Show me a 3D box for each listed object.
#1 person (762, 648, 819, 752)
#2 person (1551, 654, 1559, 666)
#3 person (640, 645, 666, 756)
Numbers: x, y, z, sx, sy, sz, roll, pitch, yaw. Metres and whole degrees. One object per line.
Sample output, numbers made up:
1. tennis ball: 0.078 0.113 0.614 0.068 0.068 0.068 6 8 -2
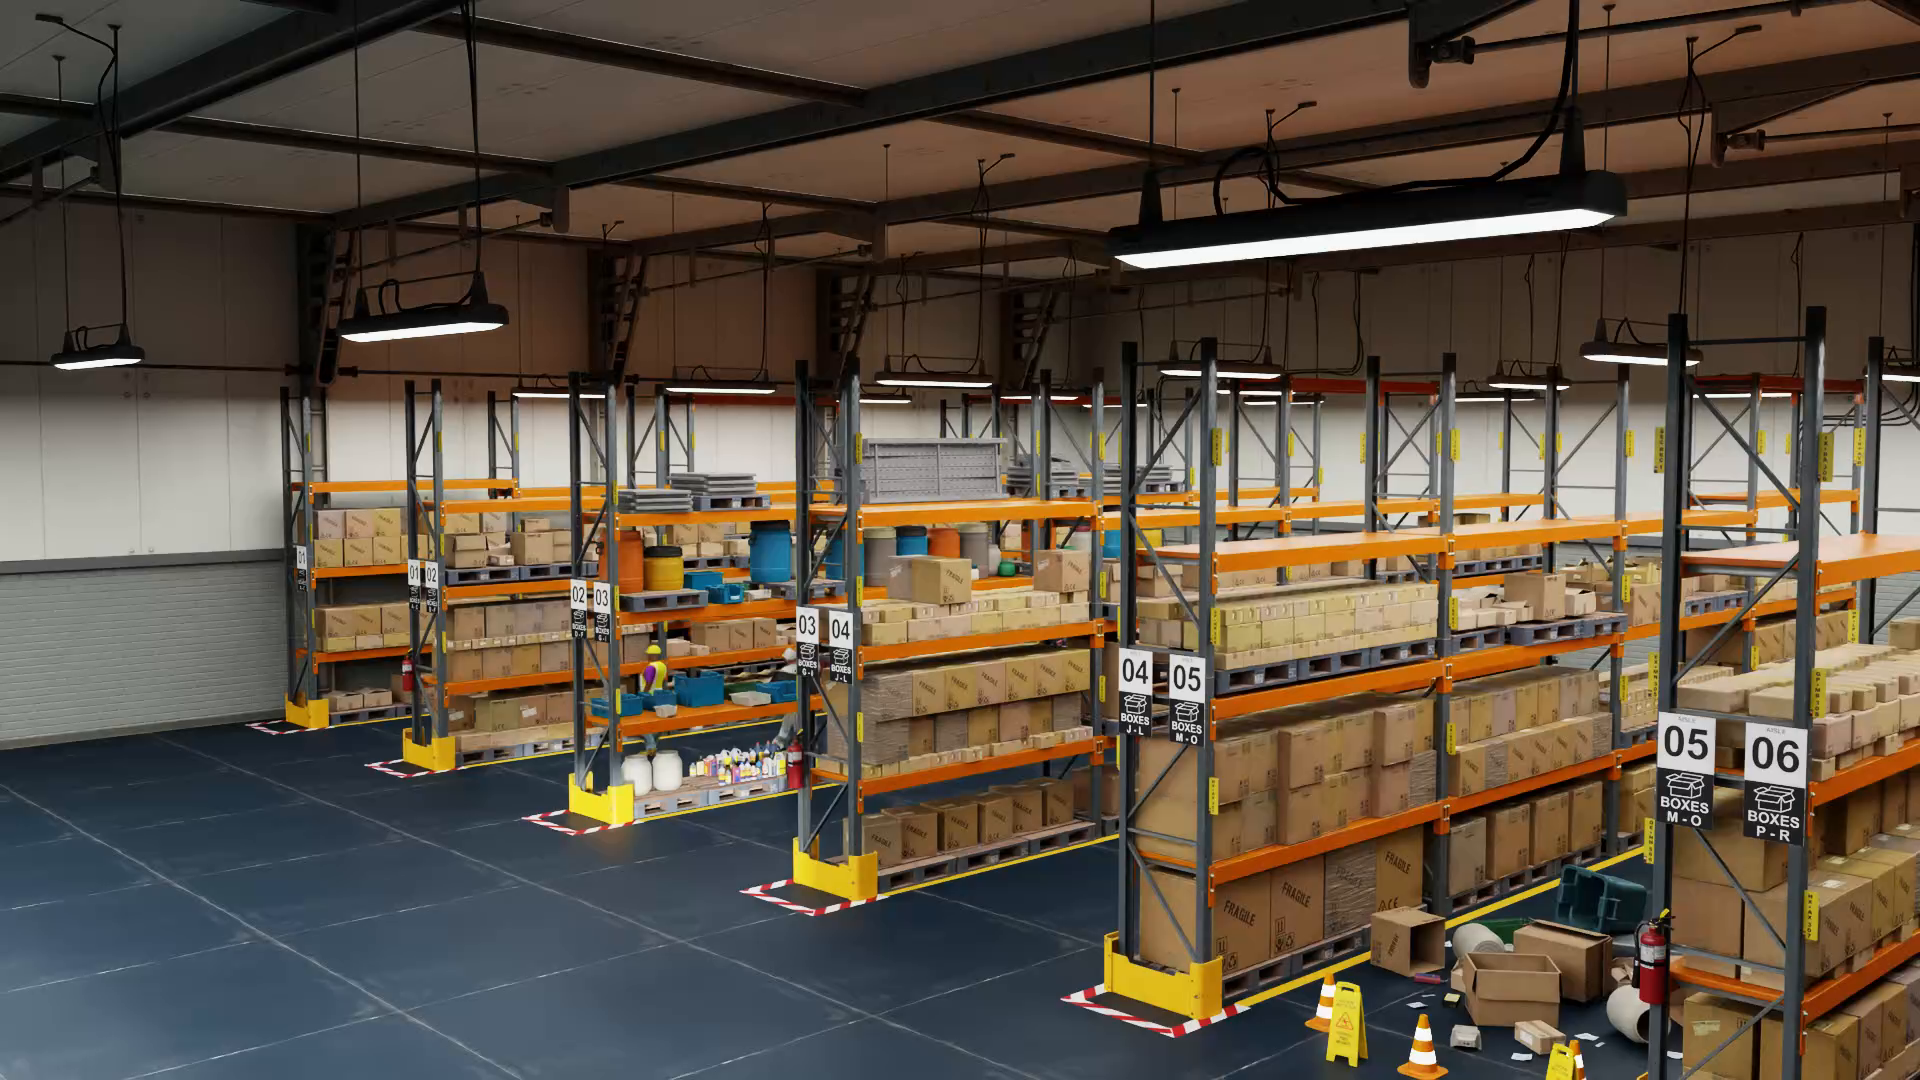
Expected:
1. person: -2.756 2.576 26.636 0.975 1.703 0.537 1 4 9
2. person: 9.638 2.603 27.191 0.928 1.647 0.563 -3 5 -39
3. person: -4.974 2.581 26.674 0.409 1.791 0.628 1 4 17
